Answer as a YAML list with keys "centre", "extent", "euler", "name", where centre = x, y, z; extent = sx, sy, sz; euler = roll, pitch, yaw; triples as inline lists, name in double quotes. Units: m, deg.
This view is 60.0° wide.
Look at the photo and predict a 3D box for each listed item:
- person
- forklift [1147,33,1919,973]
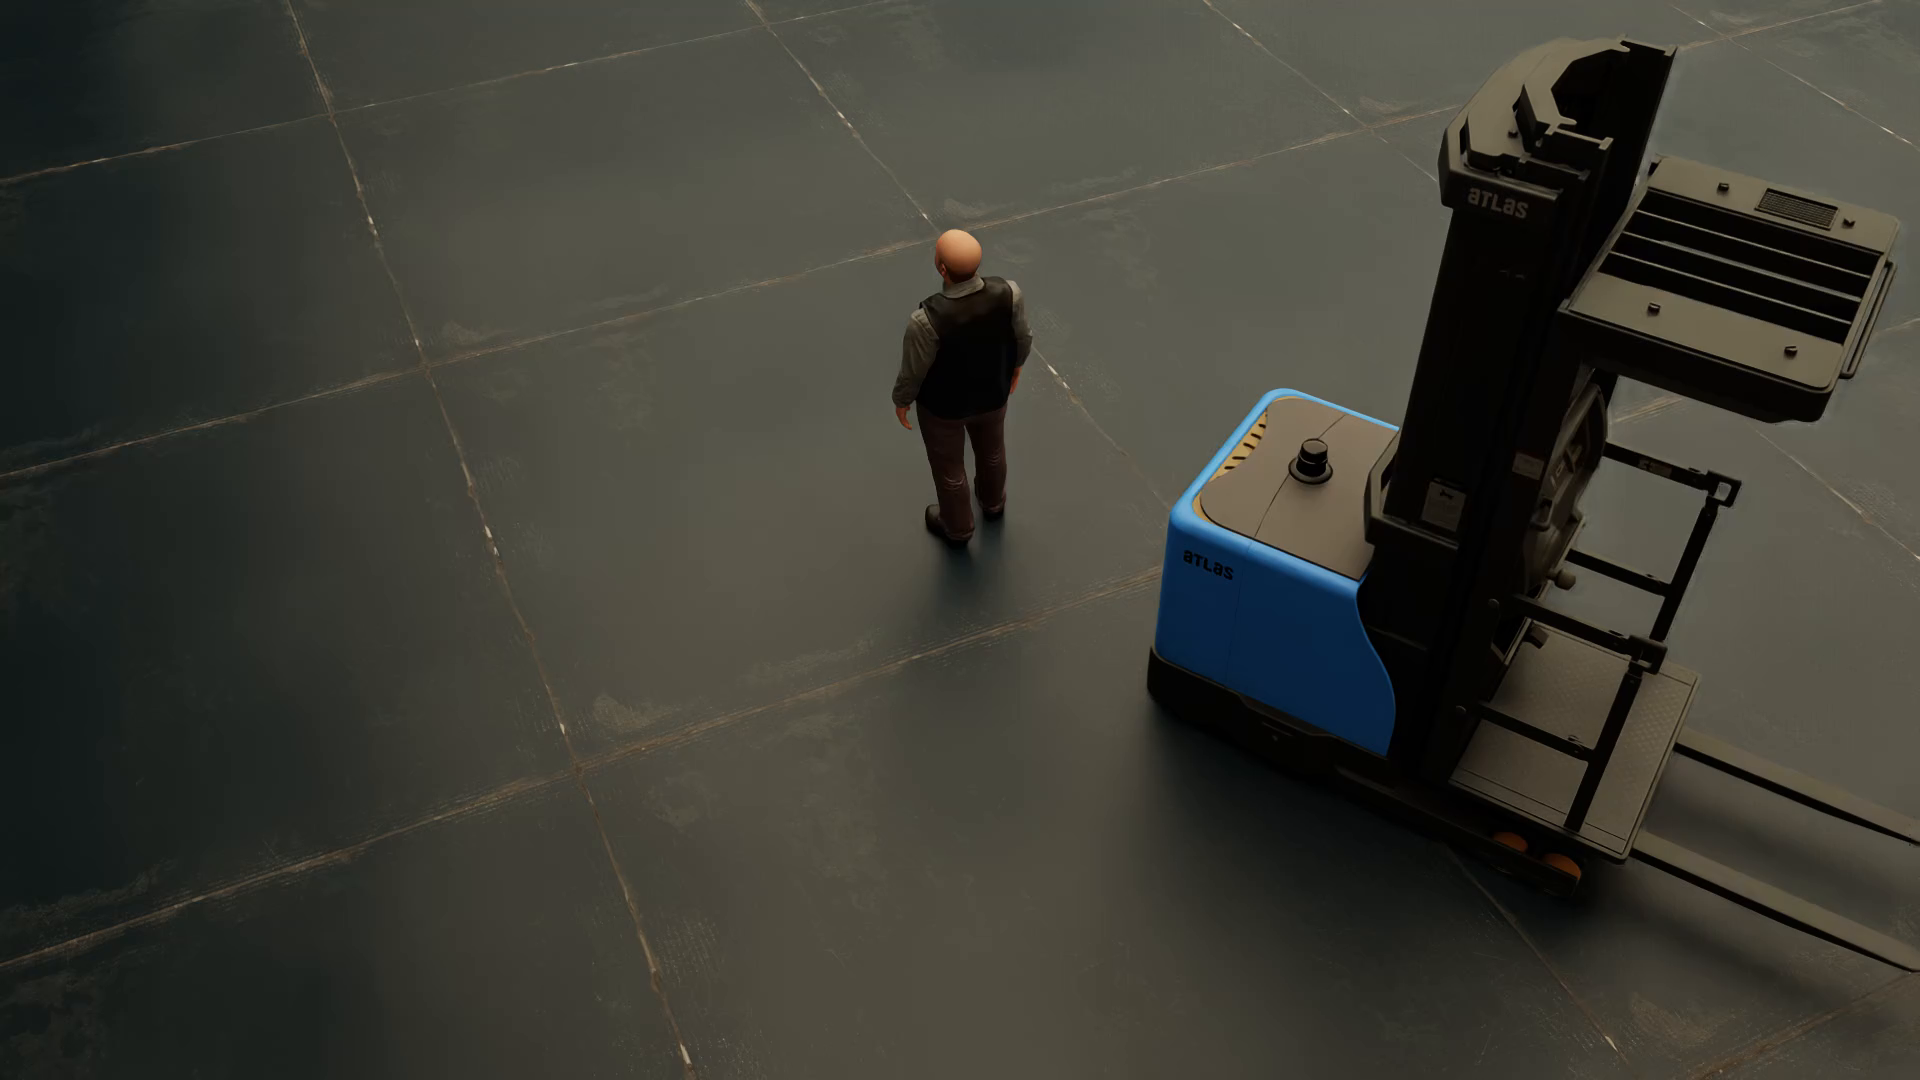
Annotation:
- centre: [-0.019, -0.675, 7.280]
  extent: [0.632, 1.720, 0.568]
  euler: [-18, 46, -18]
  name: "person"
- centre: [2.311, -0.127, 5.817]
  extent: [3.031, 2.935, 1.130]
  euler: [23, 48, 23]
  name: "forklift"
